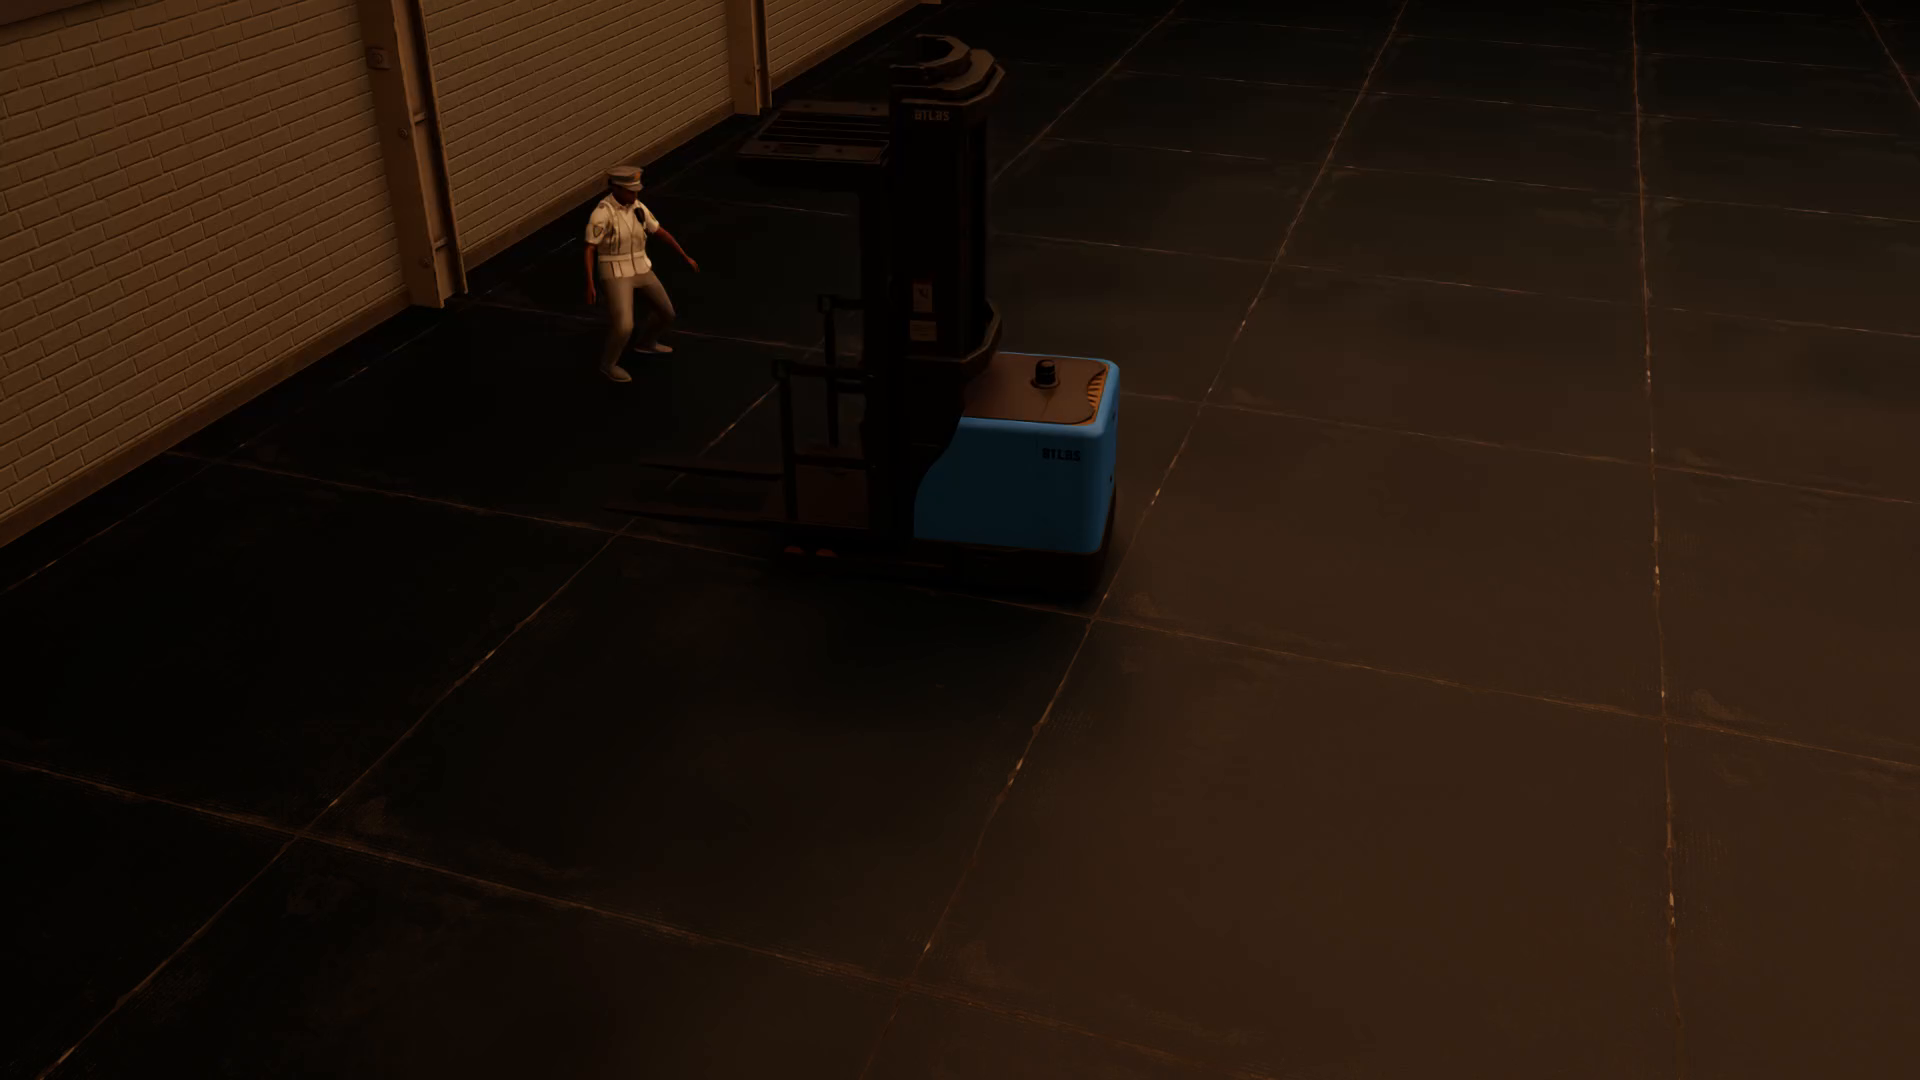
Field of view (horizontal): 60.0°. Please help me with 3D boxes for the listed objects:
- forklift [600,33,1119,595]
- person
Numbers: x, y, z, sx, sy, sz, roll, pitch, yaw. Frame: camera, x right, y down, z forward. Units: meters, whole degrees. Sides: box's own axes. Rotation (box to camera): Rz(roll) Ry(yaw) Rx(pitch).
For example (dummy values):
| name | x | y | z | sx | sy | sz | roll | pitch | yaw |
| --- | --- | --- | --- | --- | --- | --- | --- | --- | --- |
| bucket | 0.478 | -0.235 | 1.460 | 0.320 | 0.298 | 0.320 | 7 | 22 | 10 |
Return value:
| name | x | y | z | sx | sy | sz | roll | pitch | yaw |
| --- | --- | --- | --- | --- | --- | --- | --- | --- | --- |
| forklift | -0.617 | -1.303 | 9.423 | 3.031 | 2.935 | 1.130 | 5 | 30 | 9 |
| person | -2.346 | -1.914 | 11.942 | 0.645 | 1.546 | 0.875 | 25 | 38 | 37 |
